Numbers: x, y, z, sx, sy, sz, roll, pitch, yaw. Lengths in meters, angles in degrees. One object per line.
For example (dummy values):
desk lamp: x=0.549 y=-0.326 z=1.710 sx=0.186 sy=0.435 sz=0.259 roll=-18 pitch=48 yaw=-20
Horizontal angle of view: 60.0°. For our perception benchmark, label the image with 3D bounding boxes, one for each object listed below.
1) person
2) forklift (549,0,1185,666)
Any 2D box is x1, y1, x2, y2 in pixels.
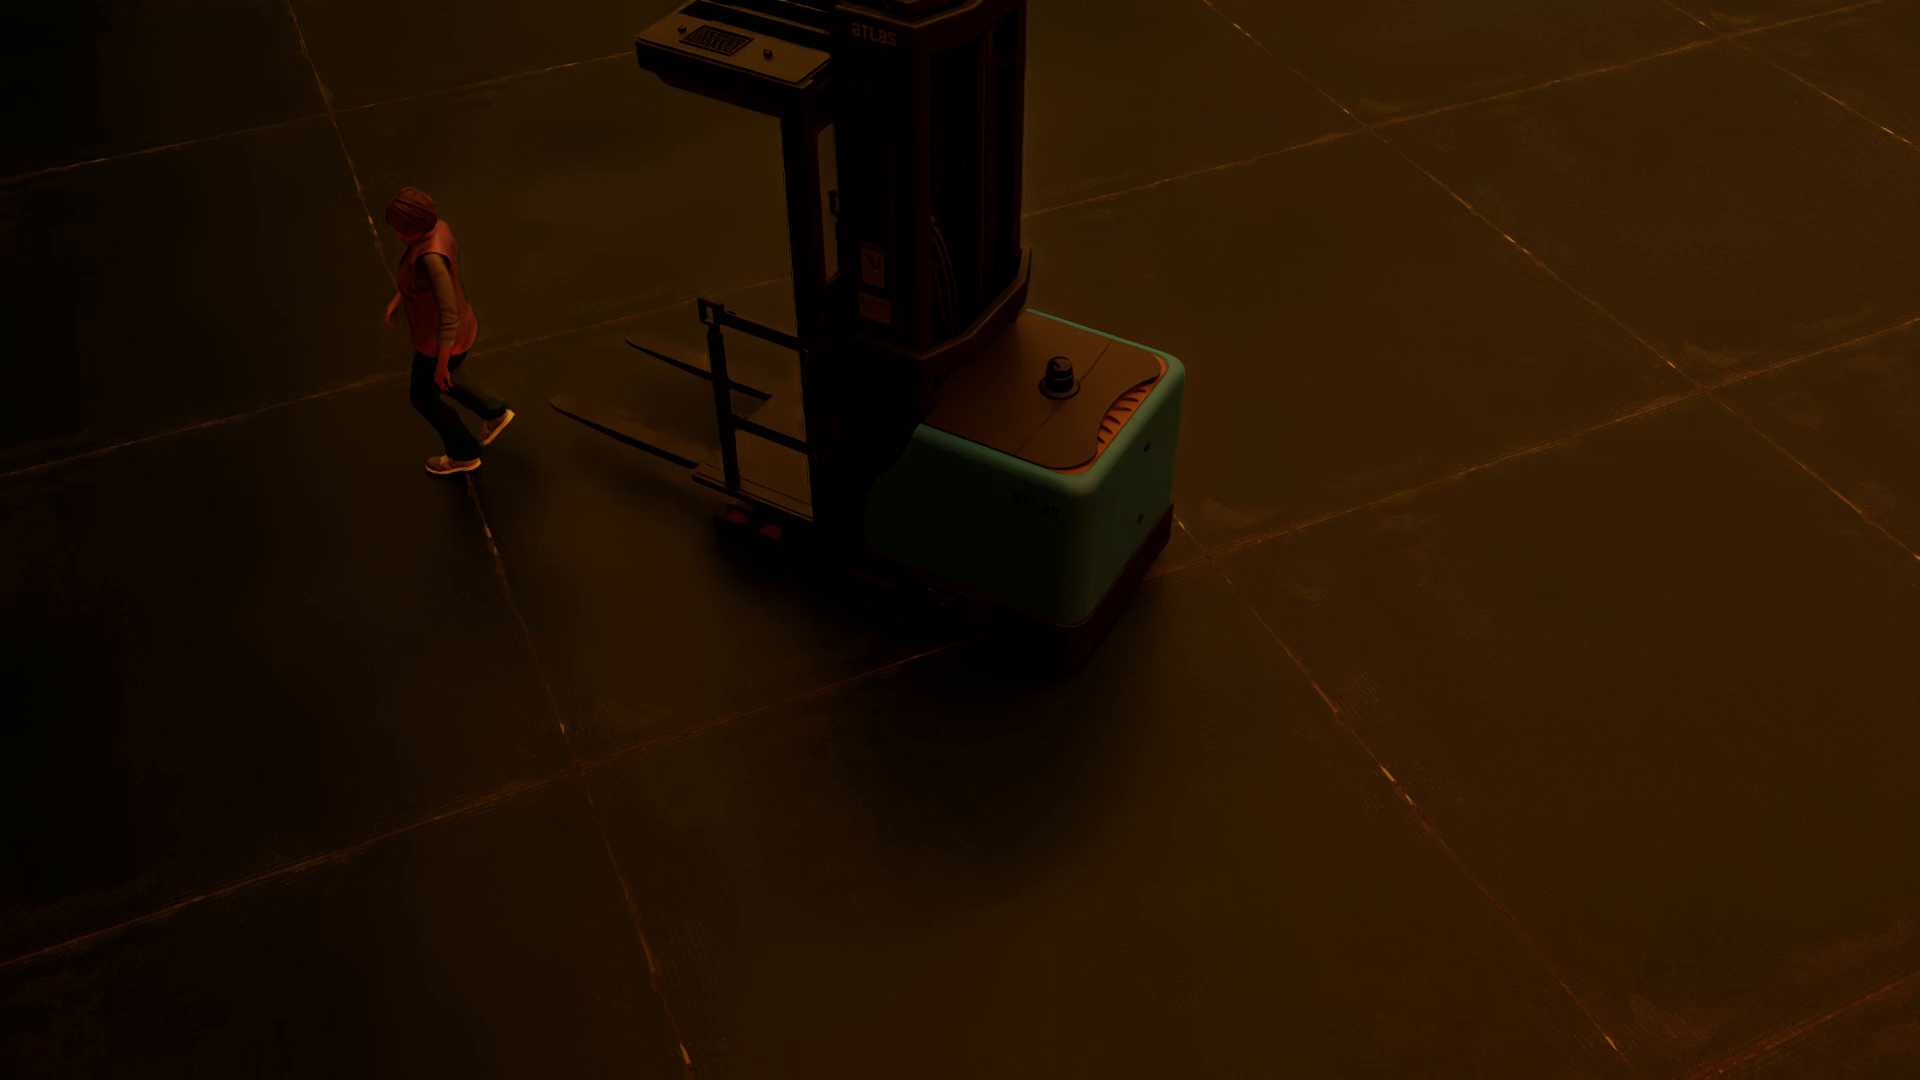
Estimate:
person: x=-2.428 y=-0.922 z=7.680 sx=0.481 sy=1.562 sz=0.623 roll=-2 pitch=43 yaw=-2
forklift: x=-0.560 y=-1.274 z=7.045 sx=3.031 sy=2.935 sz=1.130 roll=21 pitch=47 yaw=21
